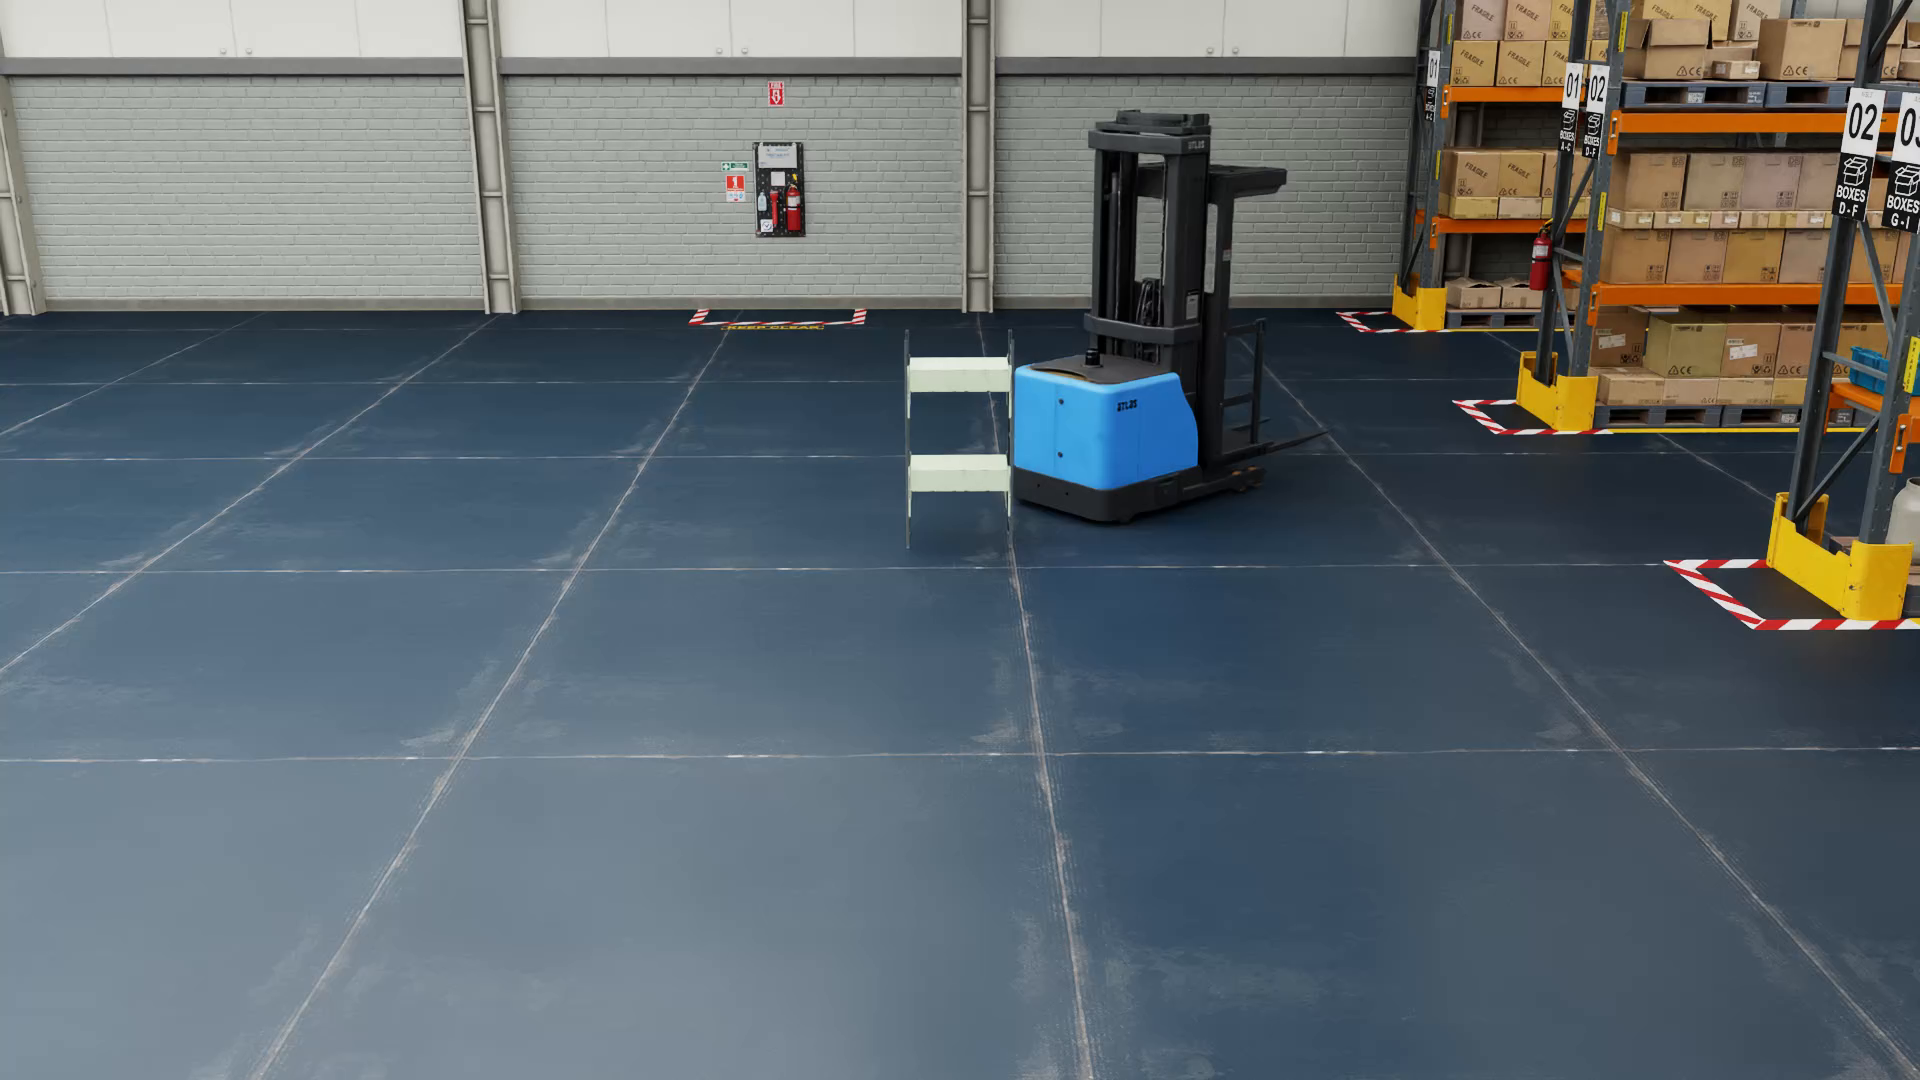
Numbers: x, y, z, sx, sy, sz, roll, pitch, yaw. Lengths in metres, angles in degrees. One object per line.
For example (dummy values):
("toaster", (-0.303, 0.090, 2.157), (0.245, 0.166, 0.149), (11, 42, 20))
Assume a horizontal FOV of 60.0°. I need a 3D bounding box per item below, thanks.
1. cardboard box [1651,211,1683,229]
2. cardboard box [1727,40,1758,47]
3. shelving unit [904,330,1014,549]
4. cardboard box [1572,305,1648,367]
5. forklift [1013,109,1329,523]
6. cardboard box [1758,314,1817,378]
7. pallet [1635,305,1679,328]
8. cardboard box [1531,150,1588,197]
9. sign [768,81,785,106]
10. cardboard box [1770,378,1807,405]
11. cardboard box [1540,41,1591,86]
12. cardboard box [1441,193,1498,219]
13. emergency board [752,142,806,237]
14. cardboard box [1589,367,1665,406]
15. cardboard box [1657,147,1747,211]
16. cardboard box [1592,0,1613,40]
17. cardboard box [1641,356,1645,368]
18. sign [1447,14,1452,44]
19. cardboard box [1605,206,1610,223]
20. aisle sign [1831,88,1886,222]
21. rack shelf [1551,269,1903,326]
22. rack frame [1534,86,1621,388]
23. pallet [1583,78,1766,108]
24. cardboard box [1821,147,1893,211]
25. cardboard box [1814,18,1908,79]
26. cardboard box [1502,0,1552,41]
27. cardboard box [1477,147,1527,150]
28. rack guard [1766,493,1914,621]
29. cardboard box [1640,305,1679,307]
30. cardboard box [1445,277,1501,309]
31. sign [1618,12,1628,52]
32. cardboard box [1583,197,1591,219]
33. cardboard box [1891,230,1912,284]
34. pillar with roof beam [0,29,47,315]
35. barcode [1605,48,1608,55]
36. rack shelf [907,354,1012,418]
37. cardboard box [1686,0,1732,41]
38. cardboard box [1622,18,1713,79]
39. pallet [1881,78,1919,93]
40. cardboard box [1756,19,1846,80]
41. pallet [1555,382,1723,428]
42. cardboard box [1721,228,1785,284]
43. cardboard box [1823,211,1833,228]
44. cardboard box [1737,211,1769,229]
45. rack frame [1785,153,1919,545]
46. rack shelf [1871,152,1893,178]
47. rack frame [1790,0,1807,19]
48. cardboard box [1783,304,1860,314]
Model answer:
("cardboard box", (6.277, -2.892, 14.926), (0.250, 0.149, 0.380), (-1, 18, -2))
("cardboard box", (9.031, -5.537, 19.290), (0.500, 0.500, 0.500), (0, 18, 1))
("shelving unit", (-0.007, -0.714, 11.818), (0.755, 1.500, 0.431), (0, 18, -1))
("cardboard box", (6.148, -1.938, 15.766), (0.500, 0.500, 0.500), (0, 18, -1))
("forklift", (1.818, -1.881, 13.113), (3.031, 2.935, 1.130), (-16, 24, -40))
("cardboard box", (7.656, -1.786, 15.291), (0.500, 0.500, 0.500), (0, 18, -1))
("pallet", (8.864, -2.787, 20.392), (1.213, 0.211, 1.003), (0, 18, -1))
("cardboard box", (7.028, -4.316, 19.575), (0.500, 0.500, 0.500), (-1, 18, -3))
("sign", (-2.259, -5.483, 20.433), (0.199, 0.298, 0.001), (0, 18, -1))
("cardboard box", (7.656, -1.429, 15.406), (0.500, 0.250, 0.500), (0, 18, -1))
("cardboard box", (6.930, -5.516, 19.225), (0.500, 0.500, 0.500), (1, 18, 2))
("cardboard box", (6.028, -3.954, 19.674), (0.500, 0.250, 0.500), (-1, 18, -2))
("emergency board", (-2.250, -4.348, 20.692), (0.643, 1.169, 0.194), (0, 18, -1))
("cardboard box", (6.157, -1.422, 15.385), (0.500, 0.250, 0.500), (0, 18, -1))
("cardboard box", (6.663, -3.265, 15.028), (0.500, 0.500, 0.700), (-1, 18, -2))
("cardboard box", (7.504, -6.155, 19.581), (0.500, 0.500, 0.500), (0, 18, -1))
("cardboard box", (6.648, -1.587, 15.897), (0.500, 0.250, 0.500), (0, 18, -1))
("sign", (5.544, -5.789, 18.841), (0.005, 0.325, 0.100), (0, 18, -1))
("cardboard box", (5.996, -3.014, 15.306), (0.250, 0.149, 0.380), (-1, 18, -2))
("aisle sign", (5.615, -2.412, 10.401), (0.004, 0.787, 0.394), (0, 18, -1))
("rack shelf", (7.617, -2.264, 15.373), (4.000, 0.370, 1.077), (0, 18, -1))
("rack frame", (5.617, -2.597, 15.233), (0.127, 3.000, 1.000), (0, 18, -1))
("pallet", (6.324, -3.979, 14.774), (1.213, 0.211, 1.003), (0, 18, -1))
("cardboard box", (8.167, -3.273, 15.051), (0.500, 0.500, 0.700), (0, 18, -1))
("cardboard box", (7.968, -4.391, 14.829), (0.637, 0.503, 0.797), (2, 18, 5))
("cardboard box", (6.426, -5.986, 19.054), (0.500, 0.500, 0.500), (0, 18, -1))
("cardboard box", (6.506, -4.472, 20.062), (0.500, 0.500, 0.500), (0, 18, 0))
("rack guard", (5.767, 0.091, 10.945), (0.348, 0.500, 1.175), (0, 18, -1))
("cardboard box", (8.497, -3.131, 20.270), (0.500, 0.500, 0.500), (-2, 18, -5))
("cardboard box", (6.228, -3.015, 20.217), (0.500, 0.311, 0.500), (-2, 18, -7))
("sign", (5.620, -4.310, 14.101), (0.005, 0.325, 0.100), (0, 18, -1))
("cardboard box", (7.562, -3.963, 19.703), (0.500, 0.250, 0.500), (0, 18, 0))
("cardboard box", (8.646, -2.655, 15.251), (0.500, 0.500, 0.700), (0, 18, -1))
("pillar with roof beam", (-11.709, -5.833, 15.498), (0.400, 9.000, 9.100), (0, 18, -1))
("barcode", (5.911, -4.451, 15.150), (0.075, 0.075, 0.001), (0, 18, -1))
("rack shelf", (-0.007, -1.086, 11.699), (0.720, 0.370, 0.431), (0, 18, -1))
("cardboard box", (8.487, -6.000, 19.096), (0.500, 0.500, 0.500), (1, 18, 2))
("cardboard box", (6.192, -4.343, 14.678), (0.637, 0.503, 0.797), (1, 18, 3))
("pallet", (8.764, -3.991, 14.811), (1.213, 0.211, 1.003), (0, 18, -1))
("cardboard box", (7.282, -4.264, 14.439), (0.500, 0.500, 0.500), (0, 18, -1))
("pallet", (6.381, -1.286, 15.710), (1.213, 0.211, 1.003), (0, 18, -1))
("cardboard box", (7.105, -2.648, 15.227), (0.500, 0.500, 0.700), (0, 18, 0))
("cardboard box", (7.813, -2.898, 14.946), (0.250, 0.149, 0.380), (0, 18, 1))
("cardboard box", (7.045, -2.895, 14.936), (0.250, 0.149, 0.380), (-1, 18, -3))
("rack frame", (5.691, -1.084, 10.517), (0.127, 3.000, 1.000), (0, 18, -1))
("rack shelf", (7.691, -2.180, 10.199), (4.000, 0.370, 1.077), (0, 18, -1))
("rack frame", (9.534, -6.986, 19.093), (0.127, 3.000, 1.000), (0, 18, -1))
("cardboard box", (8.148, -1.953, 15.810), (0.500, 0.500, 0.500), (0, 18, -1))
